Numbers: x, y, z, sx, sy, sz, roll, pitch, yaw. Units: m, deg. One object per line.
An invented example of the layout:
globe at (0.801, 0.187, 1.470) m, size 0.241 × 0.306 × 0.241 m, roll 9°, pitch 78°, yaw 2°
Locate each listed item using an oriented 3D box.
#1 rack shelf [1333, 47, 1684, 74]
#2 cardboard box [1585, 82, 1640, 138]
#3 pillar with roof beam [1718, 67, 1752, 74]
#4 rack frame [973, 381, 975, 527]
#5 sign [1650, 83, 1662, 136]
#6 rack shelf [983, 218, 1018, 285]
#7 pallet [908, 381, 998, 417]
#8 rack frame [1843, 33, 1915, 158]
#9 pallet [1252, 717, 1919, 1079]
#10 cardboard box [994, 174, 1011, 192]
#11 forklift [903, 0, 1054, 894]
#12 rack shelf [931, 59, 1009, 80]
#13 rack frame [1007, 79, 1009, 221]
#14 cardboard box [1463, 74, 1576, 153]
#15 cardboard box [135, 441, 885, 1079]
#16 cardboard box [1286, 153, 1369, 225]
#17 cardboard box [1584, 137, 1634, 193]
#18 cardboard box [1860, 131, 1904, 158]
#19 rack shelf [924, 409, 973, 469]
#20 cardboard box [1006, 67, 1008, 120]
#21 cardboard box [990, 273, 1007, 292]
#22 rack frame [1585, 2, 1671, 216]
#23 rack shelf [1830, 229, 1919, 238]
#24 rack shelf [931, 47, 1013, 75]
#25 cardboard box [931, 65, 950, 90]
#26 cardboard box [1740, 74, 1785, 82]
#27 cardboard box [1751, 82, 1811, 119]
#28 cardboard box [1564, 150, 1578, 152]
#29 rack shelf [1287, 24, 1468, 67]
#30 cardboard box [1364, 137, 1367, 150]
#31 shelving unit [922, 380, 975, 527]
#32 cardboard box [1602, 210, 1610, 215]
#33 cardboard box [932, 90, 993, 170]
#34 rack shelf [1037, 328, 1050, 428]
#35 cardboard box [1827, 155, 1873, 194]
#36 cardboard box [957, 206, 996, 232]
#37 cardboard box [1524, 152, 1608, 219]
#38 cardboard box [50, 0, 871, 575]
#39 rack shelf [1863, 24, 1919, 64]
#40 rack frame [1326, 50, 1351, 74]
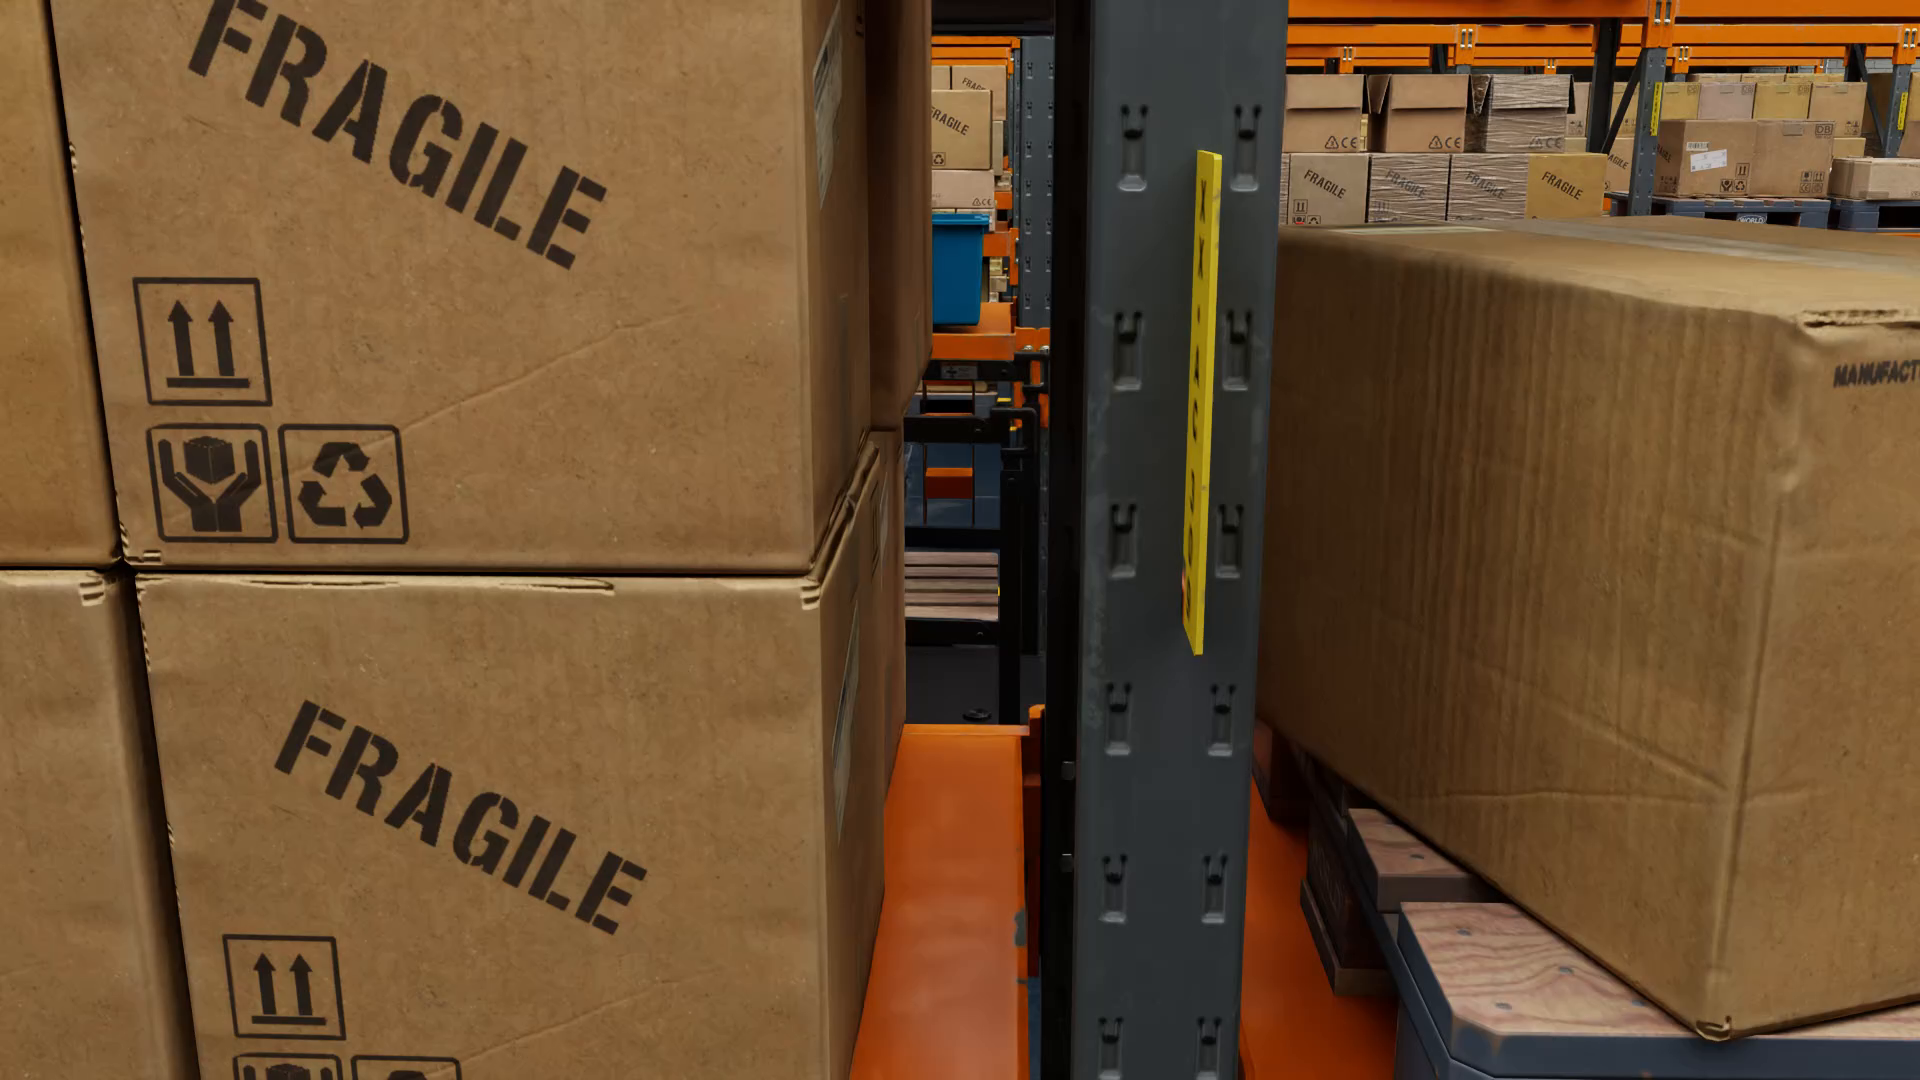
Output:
rack shelf at (6.674, -5.928, 20.460) m, size 4.000 × 0.370 × 1.077 m, roll 0°, pitch 15°, yaw 1°
cardboard box at (6.116, -4.096, 15.830) m, size 0.500 × 0.500 × 0.700 m, roll 0°, pitch 15°, yaw 1°
pillar with roof beam at (12.012, -8.090, 21.363) m, size 0.400 × 9.000 × 9.100 m, roll 0°, pitch 15°, yaw 1°
rack frame at (0.068, -0.507, 8.204) m, size 0.008 × 1.050 × 0.200 m, roll 0°, pitch 15°, yaw 1°
sign at (4.410, -2.730, 10.537) m, size 0.005 × 0.325 × 0.100 m, roll 0°, pitch 15°, yaw 1°
rack shelf at (-1.577, -2.003, 11.461) m, size 4.000 × 0.370 × 1.077 m, roll 0°, pitch 15°, yaw 1°
pallet at (-0.336, -1.014, 11.770) m, size 1.213 × 0.211 × 1.003 m, roll 0°, pitch 15°, yaw 1°
rack frame at (8.648, -3.550, 15.914) m, size 0.127 × 3.000 × 1.000 m, roll 0°, pitch 15°, yaw 1°
pallet at (0.962, 0.315, 1.644) m, size 1.213 × 0.211 × 1.003 m, roll 0°, pitch 15°, yaw 1°
cardboard box at (0.359, -3.423, 15.925) m, size 0.250 × 0.149 × 0.380 m, roll 0°, pitch 15°, yaw 1°
forklift at (-0.082, -0.574, 4.769) m, size 3.031 × 2.935 × 1.130 m, roll 1°, pitch 15°, yaw 5°
rack shelf at (-1.201, -7.246, 25.456) m, size 4.000 × 0.370 × 1.077 m, roll 0°, pitch 15°, yaw 1°
rack frame at (0.799, -6.131, 25.697) m, size 0.127 × 3.000 × 1.000 m, roll 0°, pitch 15°, yaw 1°
cardboard box at (3.691, -2.854, 11.114) m, size 0.637 × 0.503 × 0.797 m, roll 1°, pitch 15°, yaw 3°
cardboard box at (-0.340, 0.203, 1.496) m, size 0.500 × 0.500 × 0.500 m, roll 1°, pitch 15°, yaw 2°
cardboard box at (2.396, -2.311, 11.022) m, size 0.500 × 0.500 × 0.500 m, roll 1°, pitch 15°, yaw 2°
cardboard box at (6.103, -3.546, 15.706) m, size 0.500 × 0.500 × 0.500 m, roll 0°, pitch 15°, yaw 1°
cardboard box at (9.017, -3.623, 15.898) m, size 0.550 × 0.550 × 0.875 m, roll 0°, pitch 15°, yaw 1°
rack shelf at (-0.054, -0.498, 8.210) m, size 0.240 × 0.259 × 0.215 m, roll 0°, pitch 15°, yaw 1°
cardboard box at (0.205, -4.343, 16.180) m, size 0.500 × 0.500 × 0.500 m, roll 1°, pitch 15°, yaw 3°
cardboard box at (0.327, -2.491, 16.085) m, size 0.250 × 0.149 × 0.380 m, roll 1°, pitch 15°, yaw 3°
rack frame at (4.421, -2.312, 11.221) m, size 0.127 × 3.000 × 1.000 m, roll 0°, pitch 15°, yaw 1°
rack shelf at (6.421, -1.951, 11.264) m, size 4.000 × 0.370 × 1.077 m, roll 0°, pitch 15°, yaw 1°
rack shelf at (-1.324, -5.980, 20.658) m, size 4.000 × 0.370 × 1.077 m, roll 0°, pitch 15°, yaw 1°
cardboard box at (-0.343, -4.214, 15.691) m, size 0.500 × 0.500 × 0.500 m, roll 0°, pitch 15°, yaw 0°
cardboard box at (9.617, -5.421, 20.269) m, size 0.500 × 0.500 × 0.700 m, roll 0°, pitch 15°, yaw 2°
cardboard box at (7.637, -4.086, 15.791) m, size 0.500 × 0.500 × 0.700 m, roll 0°, pitch 15°, yaw 0°
cardboard box at (3.942, -2.432, 11.484) m, size 0.500 × 0.500 × 0.500 m, roll 1°, pitch 15°, yaw 3°
rack shelf at (2.650, -4.691, 15.772) m, size 4.000 × 0.370 × 1.077 m, roll 0°, pitch 15°, yaw 1°
cardboard box at (3.877, -3.690, 15.531) m, size 0.250 × 0.149 × 0.380 m, roll 1°, pitch 15°, yaw 4°
shelving unit at (-0.054, -0.508, 8.207) m, size 0.252 × 1.050 × 0.215 m, roll 0°, pitch 15°, yaw 1°
cardboard box at (9.775, -5.109, 25.412) m, size 0.500 × 0.250 × 0.500 m, roll 0°, pitch 15°, yaw 1°
cardboard box at (-0.044, -2.706, 10.959) m, size 0.500 × 0.500 × 0.500 m, roll 1°, pitch 15°, yaw 3°
rack shelf at (2.295, -0.714, 6.575) m, size 4.000 × 0.370 × 1.077 m, roll 0°, pitch 15°, yaw 1°
cardboard box at (6.095, -2.508, 11.405) m, size 0.258 × 0.266 × 0.396 m, roll 0°, pitch 15°, yaw 0°
cardboard box at (0.109, -2.135, 11.043) m, size 0.250 × 0.149 × 0.380 m, roll 0°, pitch 15°, yaw 2°
cardboard box at (3.922, -2.300, 10.981) m, size 0.500 × 0.500 × 0.500 m, roll 1°, pitch 15°, yaw 3°
cardboard box at (-0.346, -0.280, 1.367) m, size 0.500 × 0.500 × 0.500 m, roll 0°, pitch 15°, yaw 2°
rack shelf at (10.647, -4.639, 15.574) m, size 4.000 × 0.370 × 1.077 m, roll 0°, pitch 15°, yaw 1°
rack frame at (4.674, -4.839, 20.800) m, size 0.127 × 3.000 × 1.000 m, roll 0°, pitch 15°, yaw 1°
